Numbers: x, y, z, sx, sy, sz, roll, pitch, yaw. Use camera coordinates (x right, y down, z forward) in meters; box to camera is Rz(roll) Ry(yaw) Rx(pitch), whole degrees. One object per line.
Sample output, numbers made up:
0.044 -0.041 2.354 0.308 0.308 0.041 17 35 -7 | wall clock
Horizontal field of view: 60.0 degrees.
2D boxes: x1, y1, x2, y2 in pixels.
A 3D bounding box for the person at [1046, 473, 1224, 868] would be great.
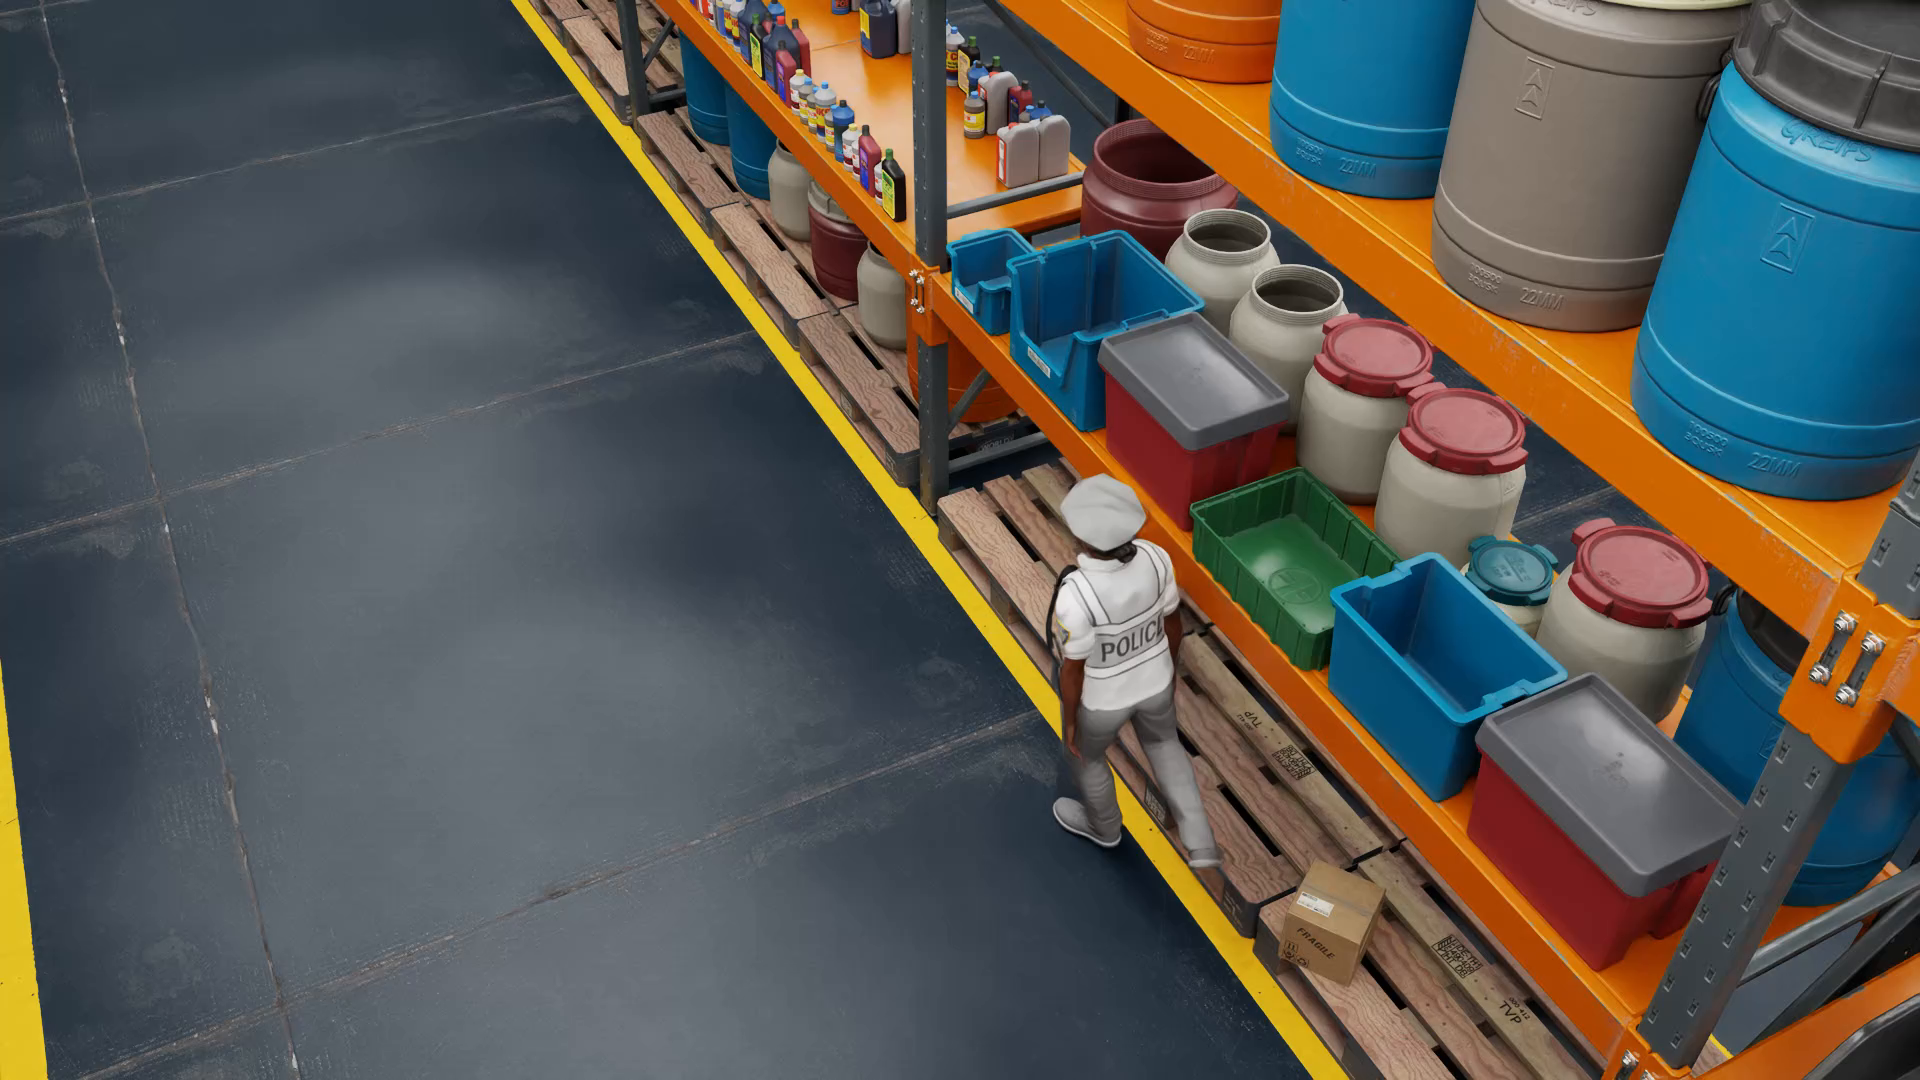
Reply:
0.608 0.544 5.535 0.525 1.657 0.682 -23 46 -24 | person
